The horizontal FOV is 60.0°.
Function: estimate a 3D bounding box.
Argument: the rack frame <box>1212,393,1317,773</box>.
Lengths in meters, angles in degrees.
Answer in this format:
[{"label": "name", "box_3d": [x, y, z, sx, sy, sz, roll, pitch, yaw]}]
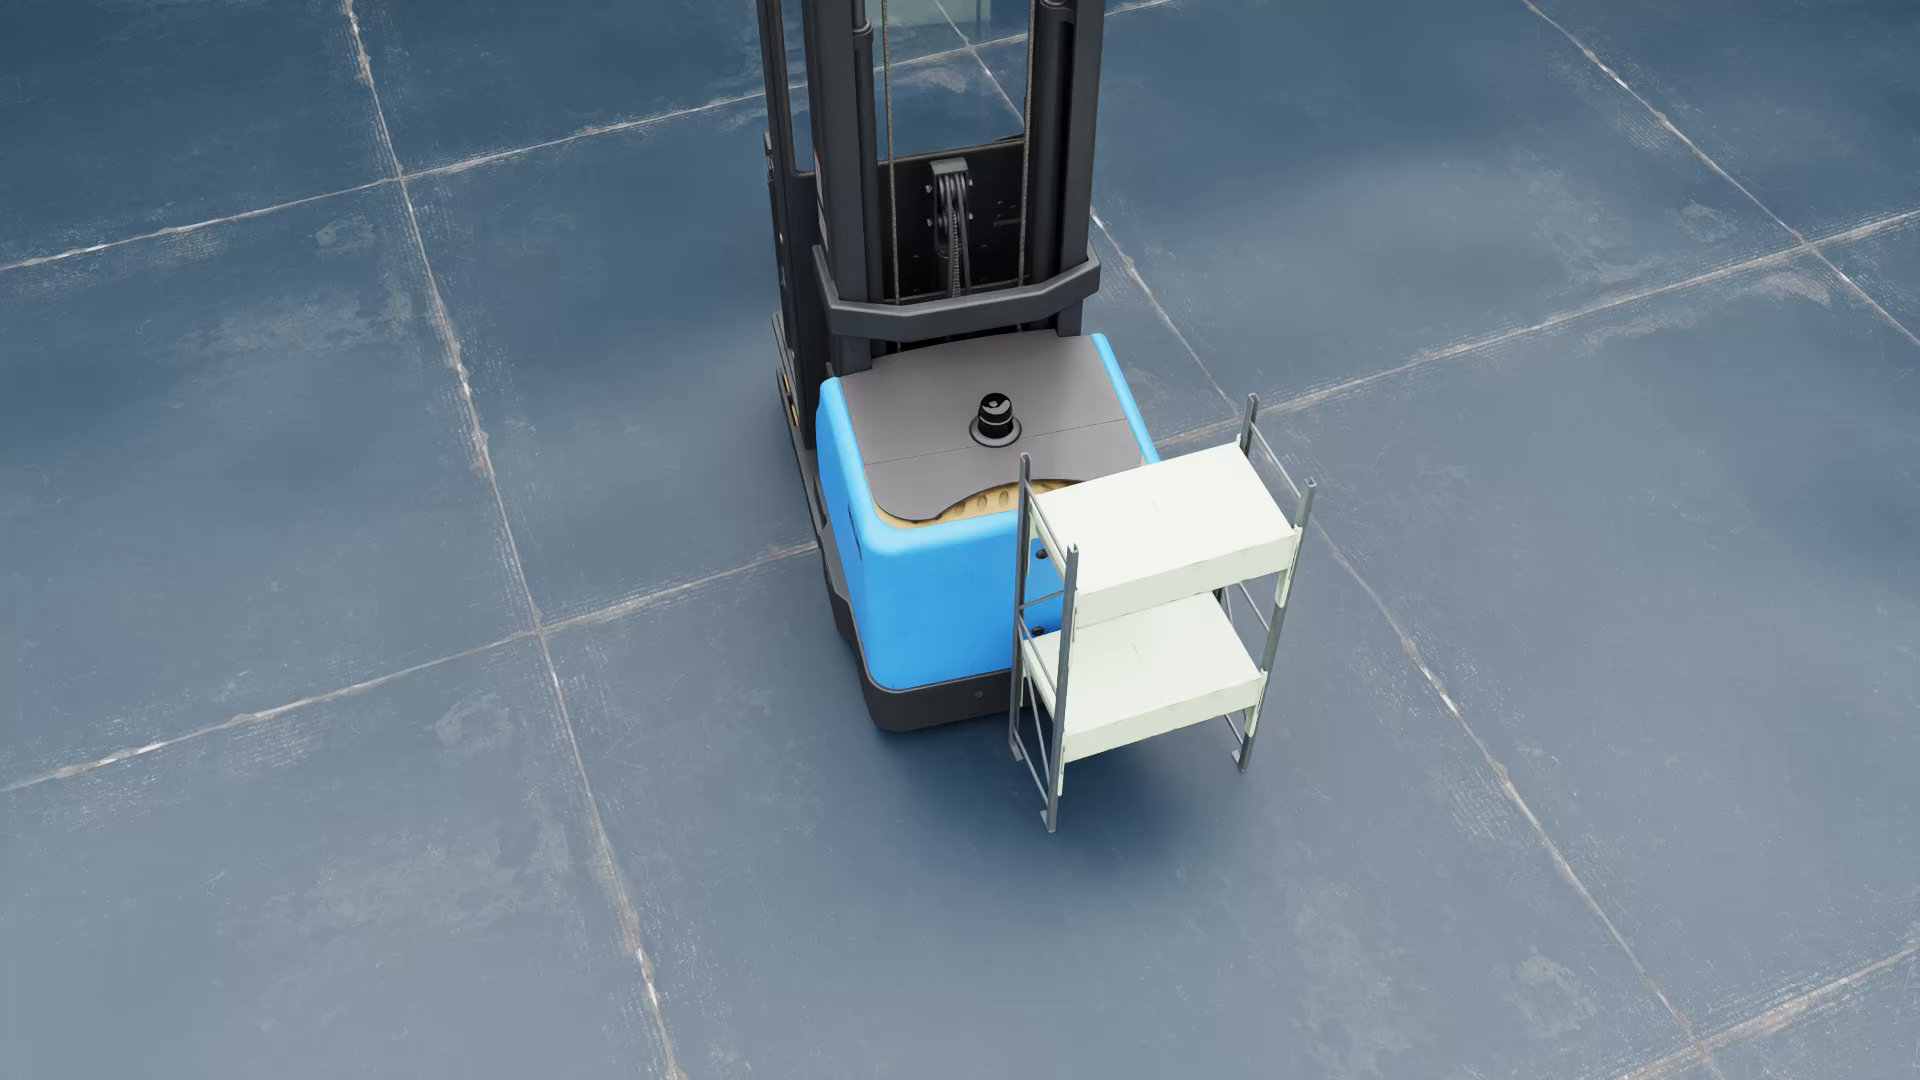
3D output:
[{"label": "rack frame", "box_3d": [0.941, 0.191, 5.438, 0.023, 1.500, 0.400, -15, 51, -13]}]

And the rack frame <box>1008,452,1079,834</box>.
[{"label": "rack frame", "box_3d": [0.252, 0.377, 5.277, 0.023, 1.500, 0.400, -15, 51, -13]}]

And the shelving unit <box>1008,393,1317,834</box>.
[{"label": "shelving unit", "box_3d": [0.596, 0.284, 5.357, 0.755, 1.500, 0.431, -15, 51, -13]}]

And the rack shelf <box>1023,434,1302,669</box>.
[{"label": "rack shelf", "box_3d": [0.597, 0.031, 5.061, 0.720, 0.370, 0.431, -15, 51, -13]}]

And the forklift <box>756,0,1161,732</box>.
[{"label": "forklift", "box_3d": [-0.150, -1.419, 5.878, 1.130, 2.935, 3.031, -11, 50, -9]}]

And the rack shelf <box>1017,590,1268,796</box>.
[{"label": "rack shelf", "box_3d": [0.596, 0.496, 5.605, 0.720, 0.370, 0.431, -15, 51, -13]}]
